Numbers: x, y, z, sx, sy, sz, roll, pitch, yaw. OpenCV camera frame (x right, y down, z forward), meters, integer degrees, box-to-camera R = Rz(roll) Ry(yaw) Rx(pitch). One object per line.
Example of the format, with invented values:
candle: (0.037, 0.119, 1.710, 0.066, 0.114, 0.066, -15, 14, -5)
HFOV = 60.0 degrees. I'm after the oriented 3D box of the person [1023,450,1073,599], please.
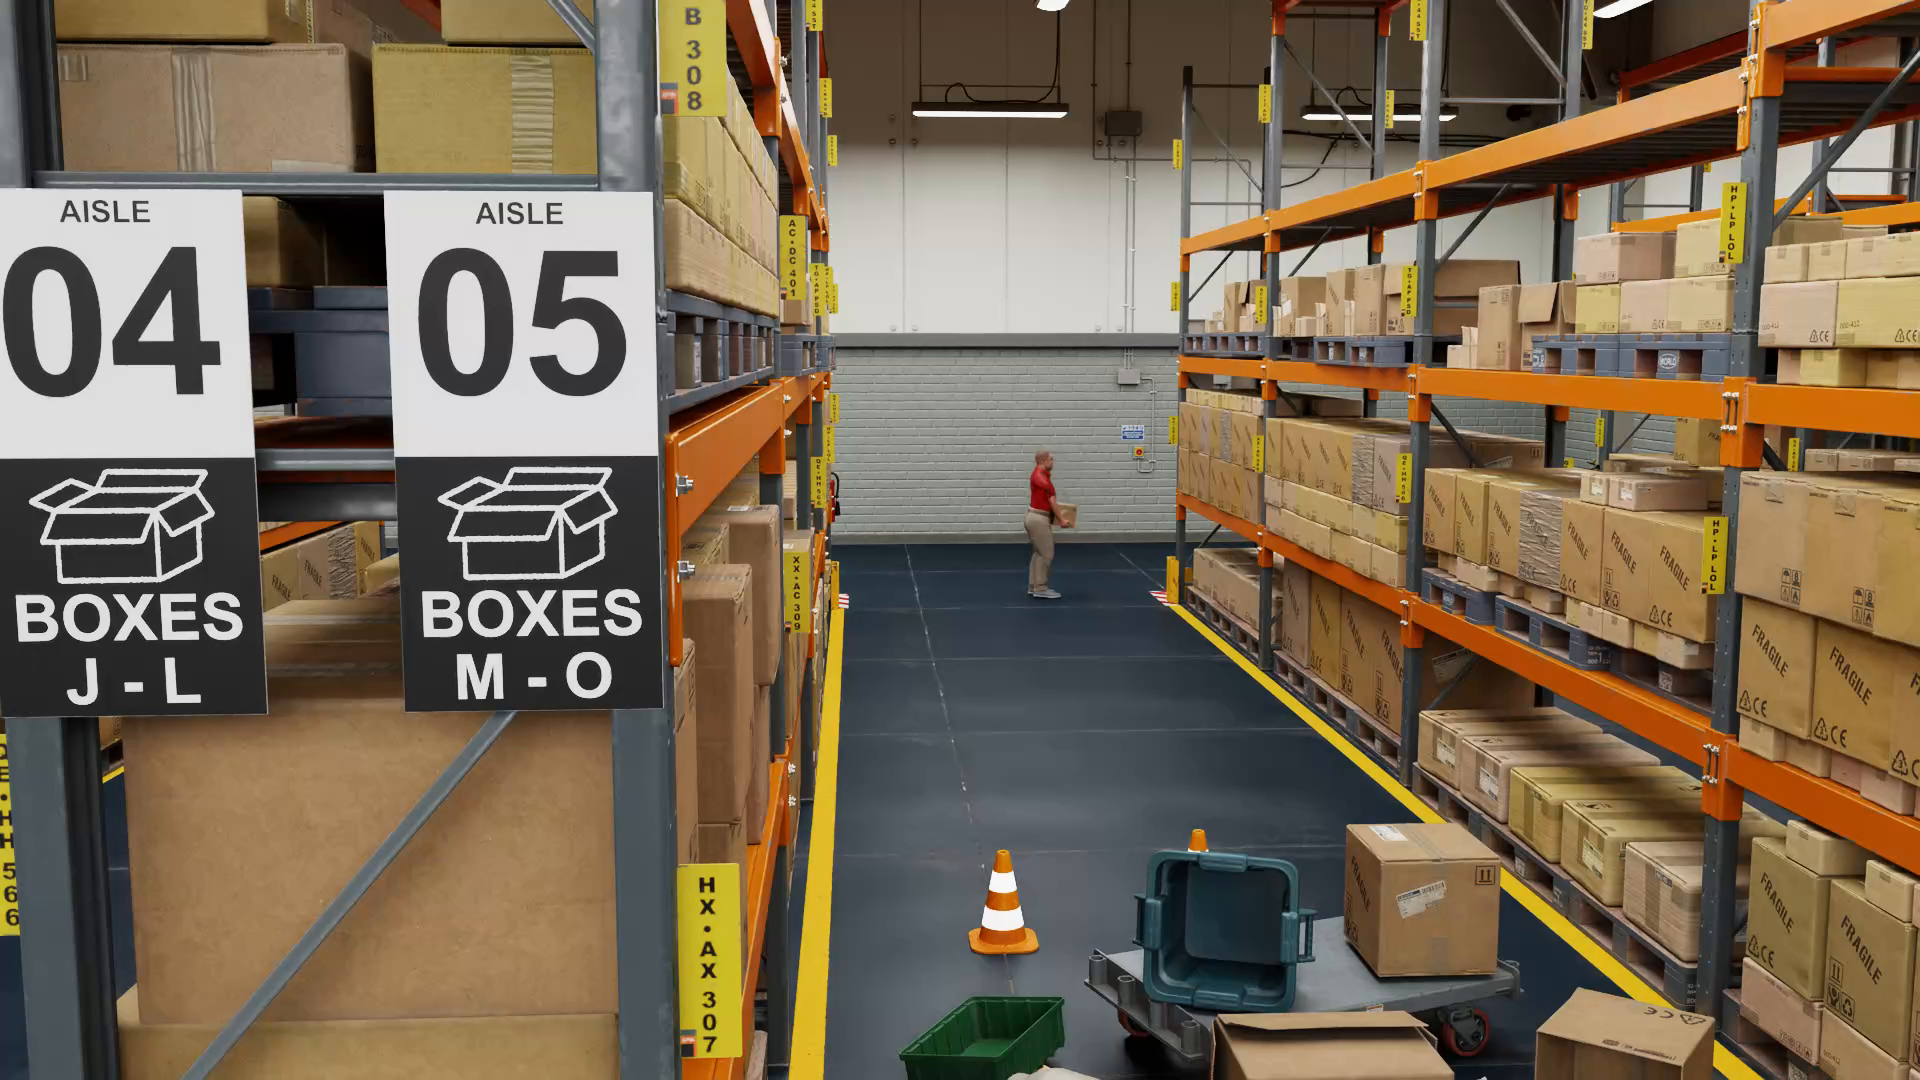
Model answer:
person: (1.023, -0.191, 19.468, 0.550, 1.725, 0.490, -1, 7, -5)
